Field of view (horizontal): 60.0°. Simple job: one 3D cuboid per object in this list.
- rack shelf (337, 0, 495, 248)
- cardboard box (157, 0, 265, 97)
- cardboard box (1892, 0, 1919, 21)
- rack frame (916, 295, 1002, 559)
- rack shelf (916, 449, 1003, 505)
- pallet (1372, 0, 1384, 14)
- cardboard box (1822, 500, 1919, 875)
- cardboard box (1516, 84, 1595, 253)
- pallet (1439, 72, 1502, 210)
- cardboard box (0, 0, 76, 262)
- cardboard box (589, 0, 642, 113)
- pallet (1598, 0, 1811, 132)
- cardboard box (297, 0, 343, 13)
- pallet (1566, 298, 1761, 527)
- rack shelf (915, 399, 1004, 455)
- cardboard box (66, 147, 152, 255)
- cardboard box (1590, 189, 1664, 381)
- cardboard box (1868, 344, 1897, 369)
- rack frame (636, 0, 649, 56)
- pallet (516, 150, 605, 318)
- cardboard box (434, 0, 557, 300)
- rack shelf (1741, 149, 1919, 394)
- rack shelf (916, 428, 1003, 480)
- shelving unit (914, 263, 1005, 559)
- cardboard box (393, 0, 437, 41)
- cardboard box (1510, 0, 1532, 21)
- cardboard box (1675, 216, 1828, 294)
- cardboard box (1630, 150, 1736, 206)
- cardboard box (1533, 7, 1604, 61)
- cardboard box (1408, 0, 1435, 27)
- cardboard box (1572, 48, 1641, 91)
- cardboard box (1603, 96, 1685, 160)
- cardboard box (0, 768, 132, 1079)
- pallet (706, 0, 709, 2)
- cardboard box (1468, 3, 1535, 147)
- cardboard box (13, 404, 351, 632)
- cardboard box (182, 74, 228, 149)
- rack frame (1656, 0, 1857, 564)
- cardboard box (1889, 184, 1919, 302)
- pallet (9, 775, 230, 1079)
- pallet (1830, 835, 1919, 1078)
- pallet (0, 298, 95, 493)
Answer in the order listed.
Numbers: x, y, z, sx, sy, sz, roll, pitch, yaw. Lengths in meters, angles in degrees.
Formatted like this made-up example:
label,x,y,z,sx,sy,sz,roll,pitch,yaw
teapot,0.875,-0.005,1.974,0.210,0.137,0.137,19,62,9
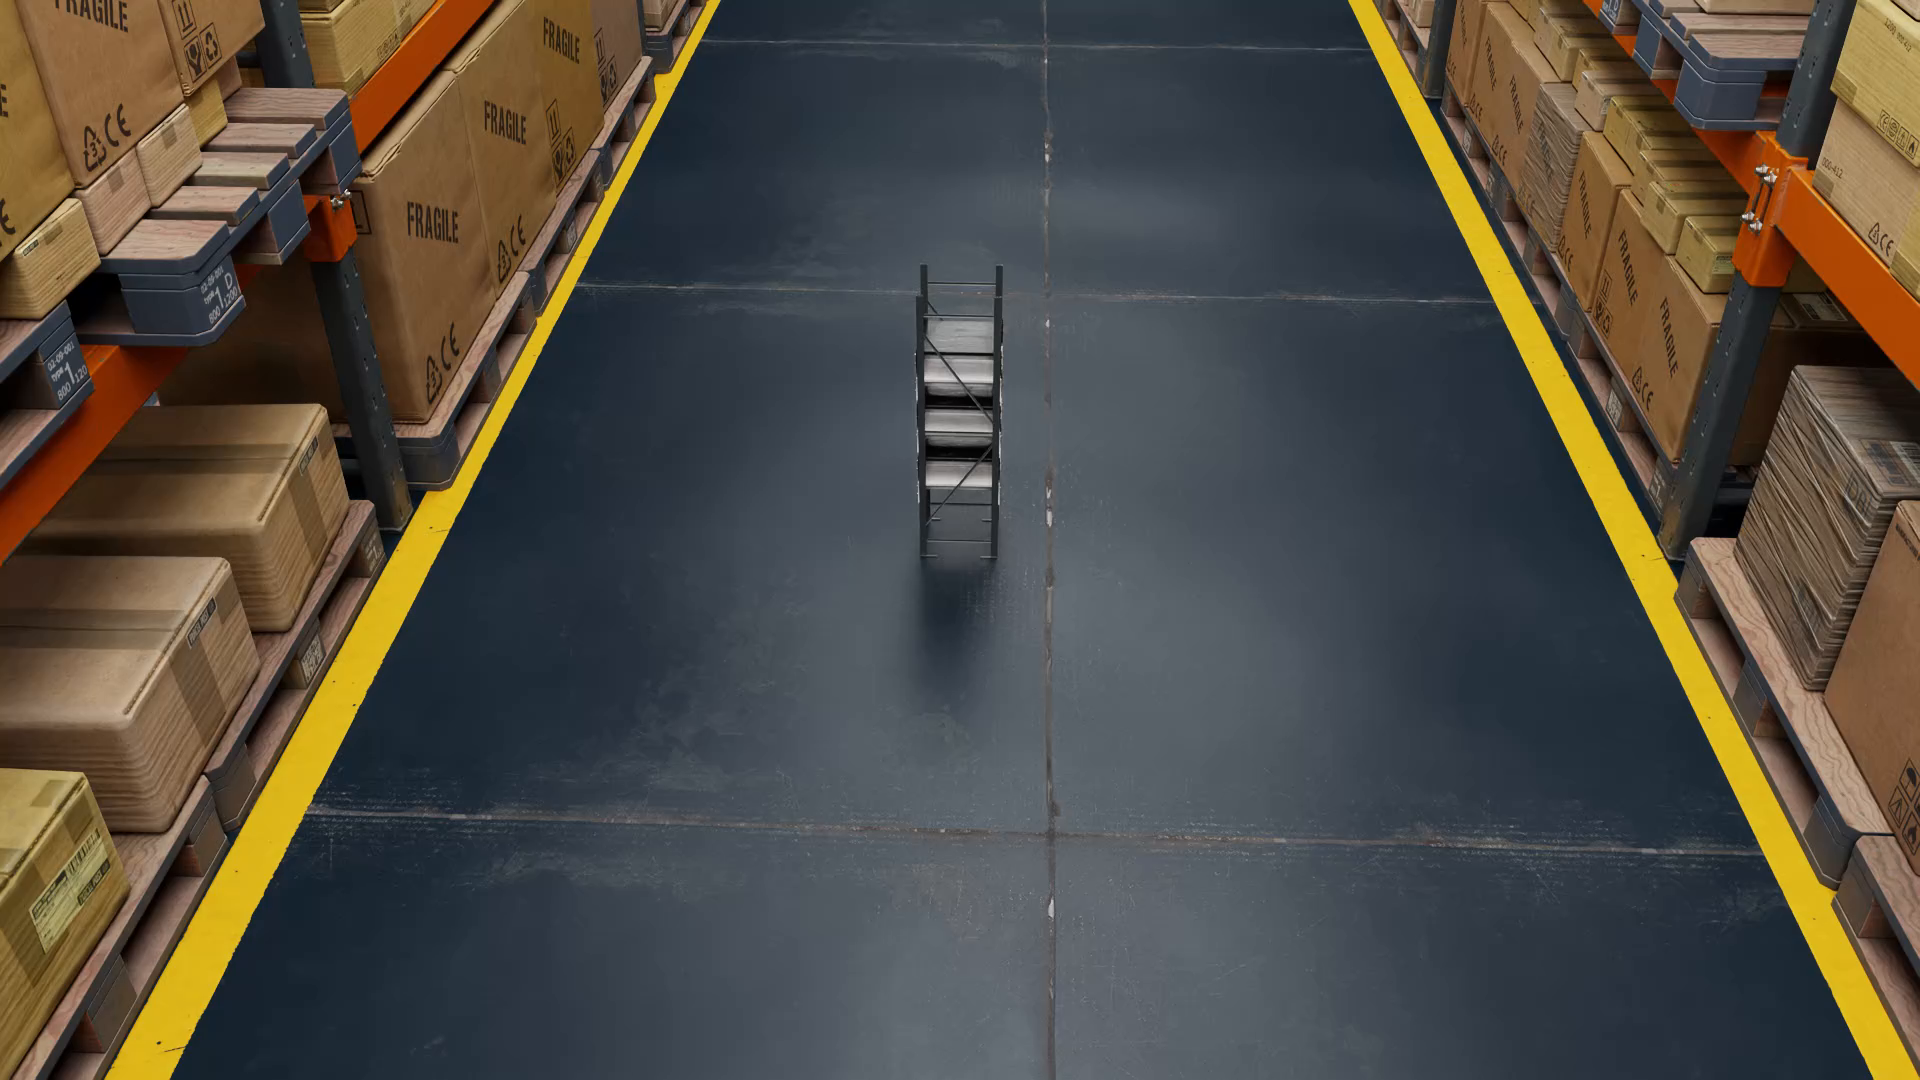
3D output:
label,x,y,z,sx,sy,sz,roll,pitch,yaw
rack shelf,-2.186,-2.147,6.322,1.077,0.370,4.000,1,35,2
cardboard box,-2.007,-1.359,3.864,0.500,0.500,0.500,0,35,1
cardboard box,2.386,-1.310,3.854,0.380,0.149,0.250,2,35,3
rack frame,-0.004,-0.314,4.915,0.240,0.900,0.006,1,35,2
rack shelf,0.000,-0.198,5.121,0.258,0.077,0.200,1,35,2
pallet,2.929,-3.434,9.953,1.003,0.211,1.213,1,35,2
cardboard box,2.636,0.354,3.838,0.875,0.625,0.625,2,35,3
cardboard box,2.547,-1.464,6.533,0.500,0.500,0.500,0,35,0
pallet,2.859,-1.869,7.726,1.003,0.211,1.213,1,35,2
cardboard box,-2.036,-0.772,3.029,0.500,0.500,0.500,-1,35,-1
cardboard box,-2.051,-2.535,7.731,0.875,0.875,0.875,2,35,3
pallet,2.650,-1.492,4.932,1.213,0.211,1.003,1,35,2
cardboard box,-1.999,-1.721,4.785,0.500,0.250,0.500,1,35,2
pallet,2.761,-0.467,5.731,1.003,0.211,1.213,1,35,2
rack shelf,0.000,-0.346,5.017,0.258,0.077,0.200,1,35,2
cardboard box,-1.967,-0.722,3.521,0.380,0.149,0.250,0,35,0
cardboard box,2.526,-0.864,5.679,0.500,0.500,0.500,1,35,1
cardboard box,2.990,-0.565,5.253,0.500,0.500,0.500,3,35,4
rack frame,-2.106,-3.590,7.750,1.000,3.000,0.127,1,35,2
pallet,-2.108,-1.302,6.919,1.003,0.211,1.213,1,35,2
cardboard box,-2.116,-1.502,6.261,0.875,0.875,0.875,2,35,2
rack shelf,2.613,0.264,2.892,1.077,0.370,4.000,1,35,2
rack shelf,0.000,-0.272,5.069,0.258,0.077,0.200,1,35,2
shelving unit,0.000,-0.373,4.998,0.258,0.900,0.210,1,35,2
cardboard box,-1.993,-1.802,5.335,0.500,0.250,0.500,0,35,1
cardboard box,2.641,-2.384,7.278,0.380,0.149,0.250,0,35,-1
cardboard box,2.460,-0.884,5.143,0.380,0.149,0.250,0,35,0
cardboard box,2.495,-1.192,5.581,0.380,0.149,0.250,0,35,0
cardboard box,2.596,-2.083,6.850,0.380,0.149,0.250,1,35,2
cardboard box,2.583,-2.810,8.754,0.380,0.149,0.250,0,35,0
cardboard box,2.602,-1.785,6.426,0.380,0.149,0.250,1,35,2
cardboard box,2.560,-1.486,6.000,0.380,0.149,0.250,1,35,1
cardboard box,-2.357,0.795,3.430,0.950,0.372,0.625,2,35,3
pallet,-1.951,-3.587,10.171,1.003,0.211,1.213,1,35,2
cardboard box,2.598,-2.048,7.364,0.500,0.500,0.500,1,35,1
cardboard box,-2.299,-0.065,4.653,0.950,0.372,0.625,-1,35,-1
cardboard box,-1.983,-1.012,3.934,0.380,0.149,0.250,2,35,3
rack frame,2.693,-1.180,4.320,1.000,3.000,0.127,1,35,2
cardboard box,2.406,-0.580,3.597,0.500,0.250,0.500,1,35,1
pallet,-2.351,0.997,3.648,1.003,0.211,1.213,1,35,2
pallet,2.569,1.132,3.455,1.003,0.211,1.213,1,35,2
pallet,-2.305,-0.075,2.916,1.003,0.211,1.213,1,35,2
